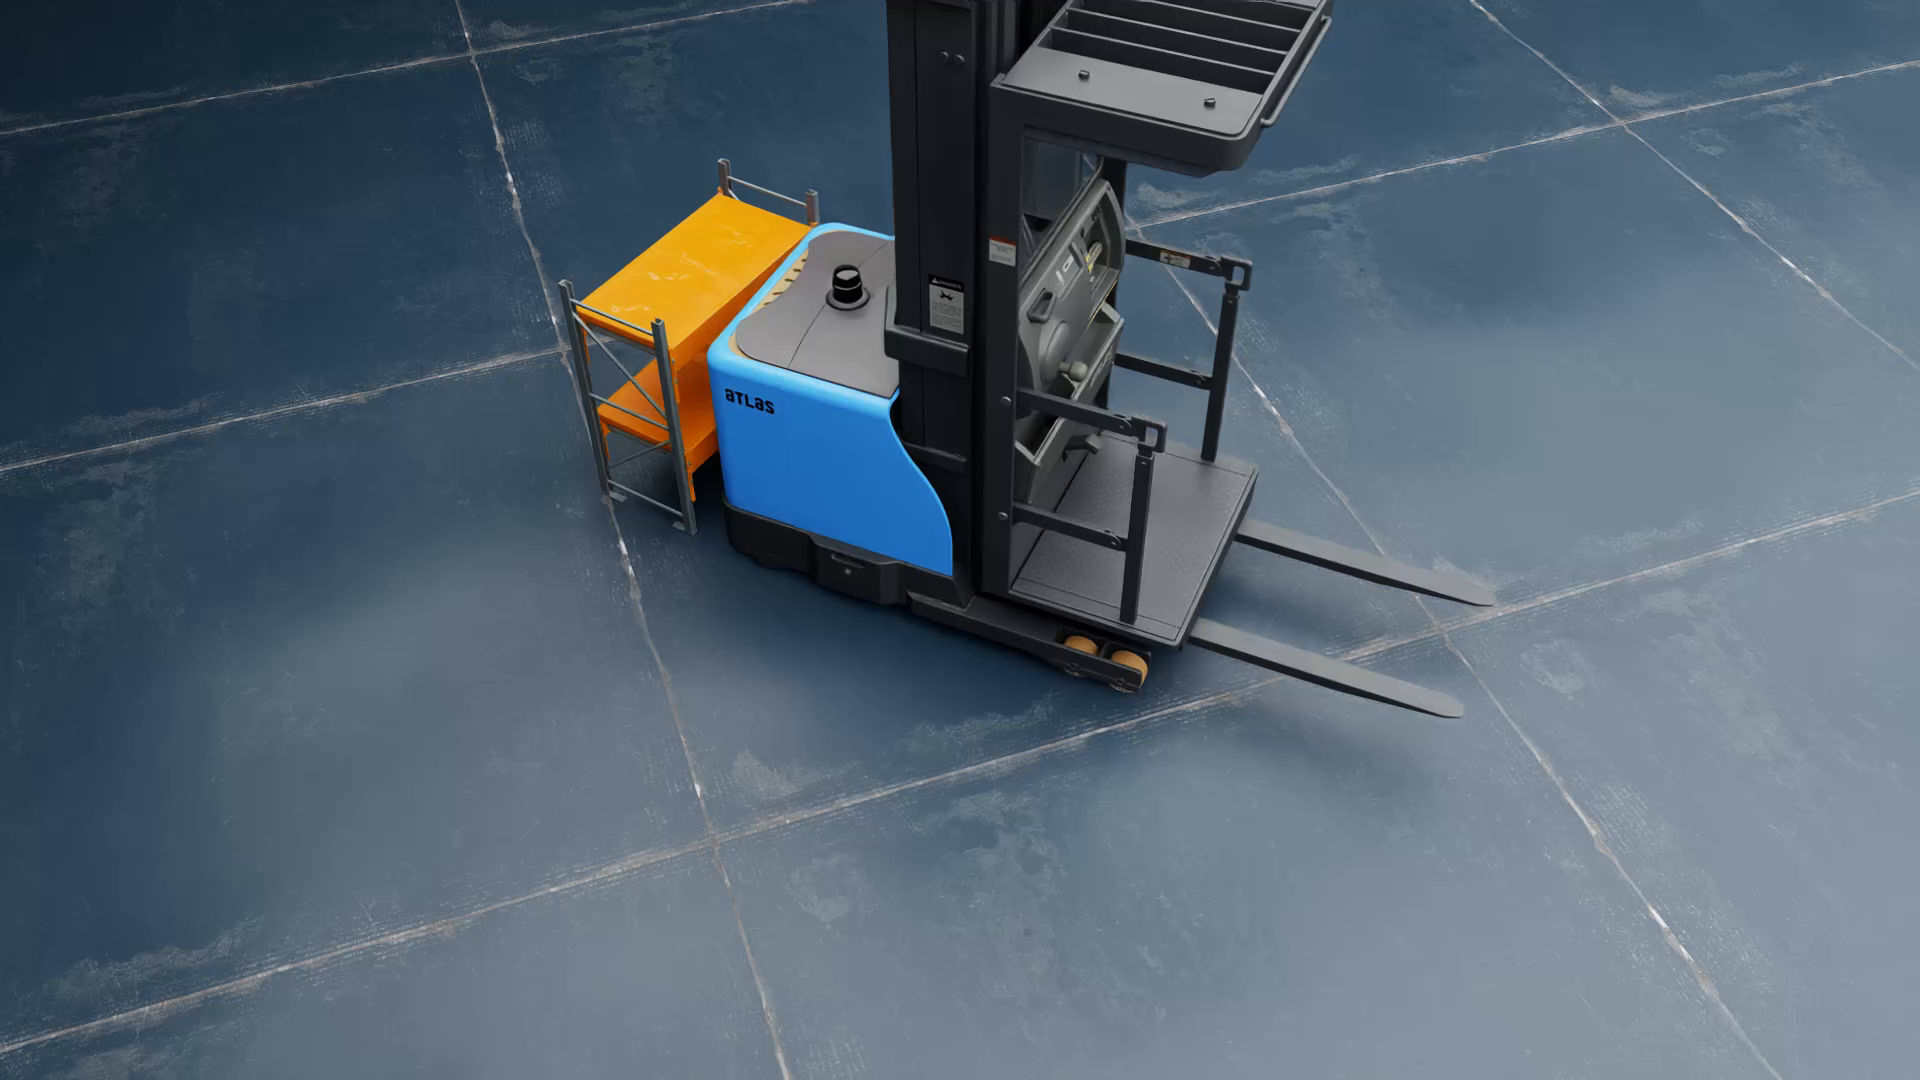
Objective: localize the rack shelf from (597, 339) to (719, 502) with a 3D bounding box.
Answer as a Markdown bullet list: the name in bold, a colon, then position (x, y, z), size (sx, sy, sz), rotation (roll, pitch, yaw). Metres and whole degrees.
- **rack shelf**: position (-1.077, -0.652, 7.260), size (0.538, 0.278, 1.000), rotation (23, 50, 22)

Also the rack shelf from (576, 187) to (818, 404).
- **rack shelf**: position (-1.077, -1.031, 6.880), size (0.538, 0.278, 1.000), rotation (23, 50, 22)

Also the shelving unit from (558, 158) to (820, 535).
- **shelving unit**: position (-1.077, -0.825, 7.087), size (0.538, 1.125, 1.048), rotation (23, 50, 22)

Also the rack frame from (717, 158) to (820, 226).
- **rack frame**: position (-0.813, -1.132, 7.394), size (0.500, 1.125, 0.032), rotation (23, 50, 22)

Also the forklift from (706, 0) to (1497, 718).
- **forklift**: position (0.587, -0.874, 5.861), size (3.031, 2.935, 1.130), rotation (17, 48, 17)

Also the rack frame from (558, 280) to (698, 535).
- **rack frame**: position (-1.341, -0.517, 6.781), size (0.500, 1.125, 0.032), rotation (23, 50, 22)
